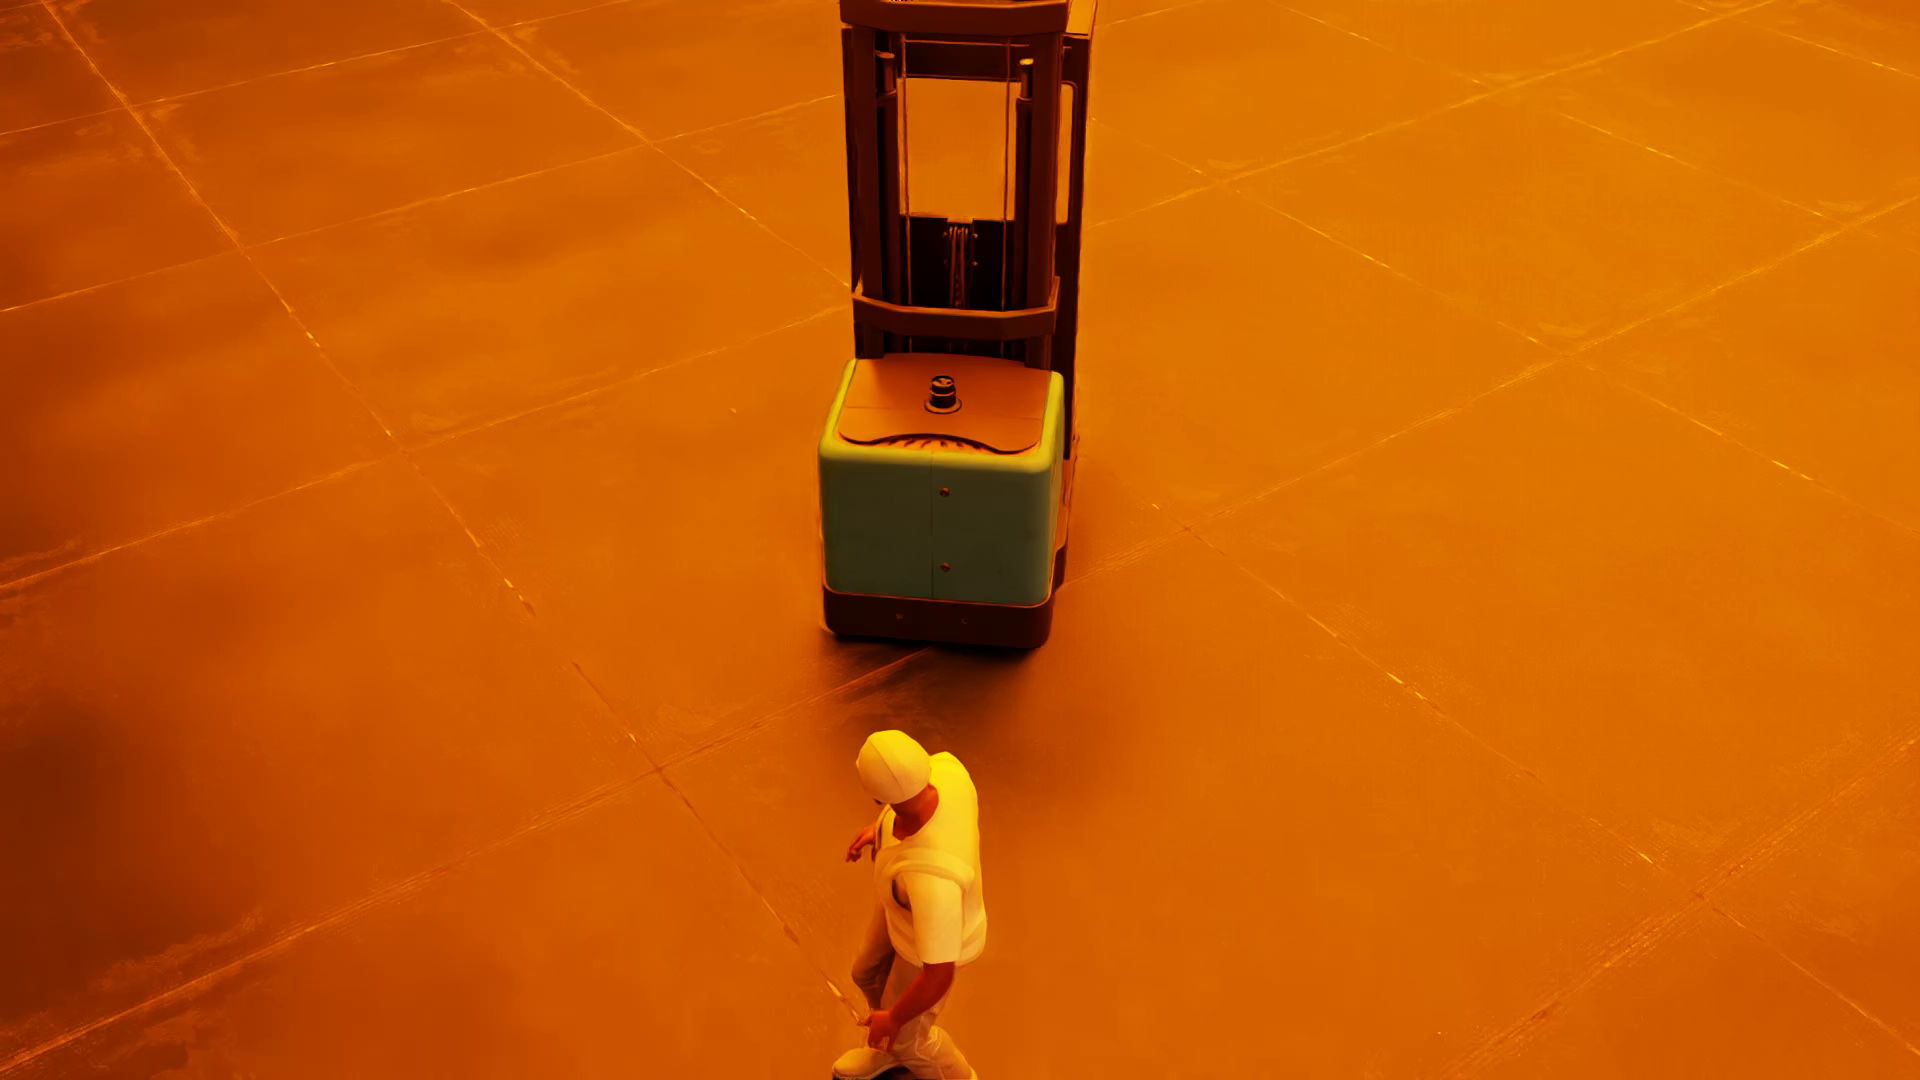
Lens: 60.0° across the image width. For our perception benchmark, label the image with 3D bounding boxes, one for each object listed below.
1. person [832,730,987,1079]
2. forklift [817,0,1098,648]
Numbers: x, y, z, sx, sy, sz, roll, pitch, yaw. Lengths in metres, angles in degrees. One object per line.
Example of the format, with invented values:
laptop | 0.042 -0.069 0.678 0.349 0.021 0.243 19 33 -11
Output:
person | -0.174 1.253 5.275 0.513 1.723 0.783 -6 37 -8
forklift | 0.055 -1.548 8.038 1.130 2.935 3.031 4 37 5
